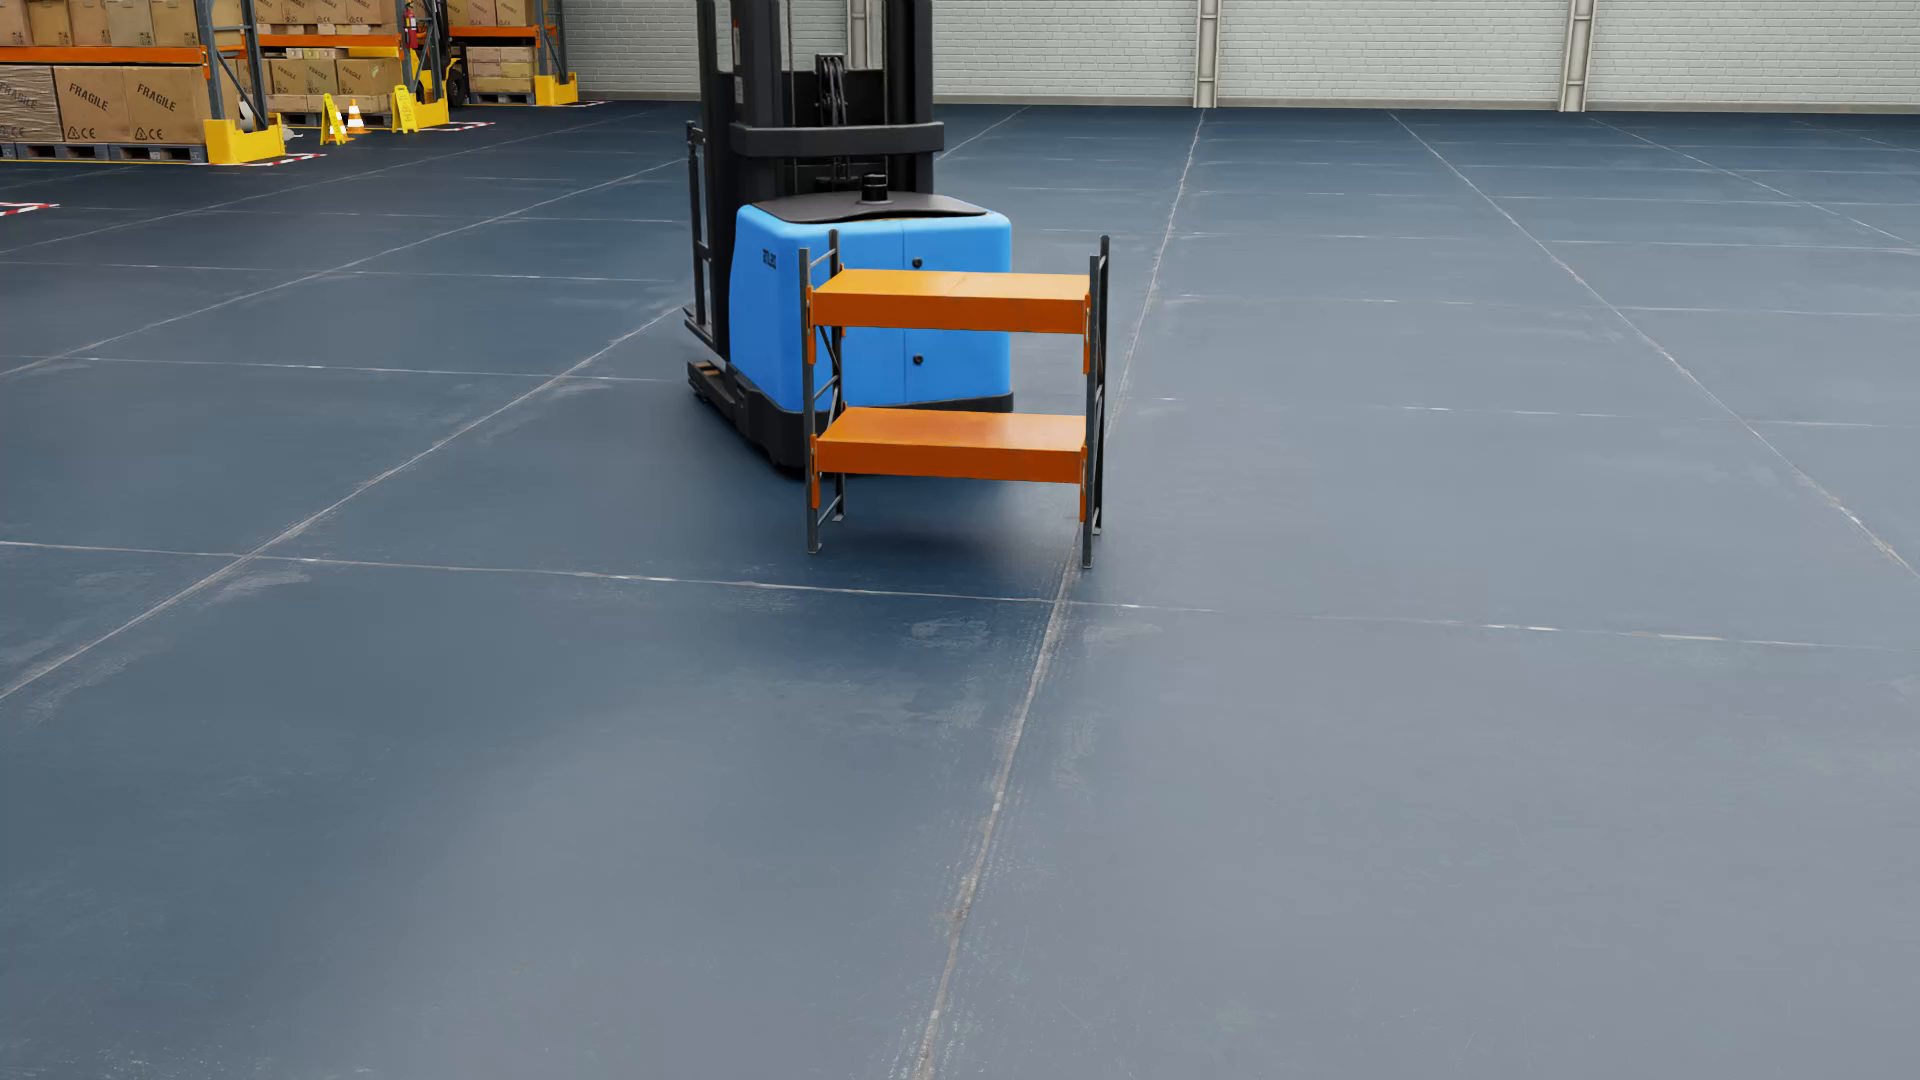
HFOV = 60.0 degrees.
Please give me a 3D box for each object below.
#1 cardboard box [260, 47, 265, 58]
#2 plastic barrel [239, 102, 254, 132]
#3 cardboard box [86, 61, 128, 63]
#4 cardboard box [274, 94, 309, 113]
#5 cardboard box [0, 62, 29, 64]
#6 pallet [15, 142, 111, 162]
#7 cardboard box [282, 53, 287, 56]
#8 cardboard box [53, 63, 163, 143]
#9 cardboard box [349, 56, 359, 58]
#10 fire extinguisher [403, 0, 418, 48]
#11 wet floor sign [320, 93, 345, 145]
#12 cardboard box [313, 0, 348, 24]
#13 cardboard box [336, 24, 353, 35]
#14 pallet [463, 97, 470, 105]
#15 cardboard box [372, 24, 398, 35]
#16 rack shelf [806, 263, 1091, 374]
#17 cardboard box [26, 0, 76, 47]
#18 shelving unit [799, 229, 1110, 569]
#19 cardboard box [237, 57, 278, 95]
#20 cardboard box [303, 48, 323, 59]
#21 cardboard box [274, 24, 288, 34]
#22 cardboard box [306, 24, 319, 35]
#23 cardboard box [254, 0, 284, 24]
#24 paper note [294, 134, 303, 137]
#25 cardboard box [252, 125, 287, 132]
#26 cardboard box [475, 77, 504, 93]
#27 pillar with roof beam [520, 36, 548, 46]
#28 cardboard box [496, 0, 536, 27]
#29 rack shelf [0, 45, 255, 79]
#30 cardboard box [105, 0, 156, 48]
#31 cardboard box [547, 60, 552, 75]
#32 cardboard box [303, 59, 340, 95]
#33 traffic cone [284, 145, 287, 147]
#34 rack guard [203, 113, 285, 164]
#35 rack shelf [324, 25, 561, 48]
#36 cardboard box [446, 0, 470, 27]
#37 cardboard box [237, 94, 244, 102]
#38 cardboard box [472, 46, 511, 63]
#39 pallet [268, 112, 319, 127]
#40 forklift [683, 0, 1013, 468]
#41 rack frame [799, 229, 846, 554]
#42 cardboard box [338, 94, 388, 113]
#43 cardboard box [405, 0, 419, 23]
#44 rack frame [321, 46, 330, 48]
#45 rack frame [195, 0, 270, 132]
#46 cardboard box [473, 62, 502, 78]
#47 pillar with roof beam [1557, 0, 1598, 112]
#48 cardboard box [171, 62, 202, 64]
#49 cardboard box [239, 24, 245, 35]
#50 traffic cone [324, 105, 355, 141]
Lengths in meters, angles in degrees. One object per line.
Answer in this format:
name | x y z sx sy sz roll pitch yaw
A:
cardboard box | -10.419 -7.143 24.392 0.250 0.149 0.380 4 19 12
plastic barrel | -10.177 -5.969 23.474 0.512 0.421 0.421 -15 24 -38
cardboard box | -15.464 -8.486 30.216 0.500 0.500 0.500 3 19 10
cardboard box | -9.766 -6.465 24.570 0.500 0.250 0.500 2 19 7
cardboard box | -11.923 -5.344 20.234 0.875 0.875 0.875 3 19 9
pallet | -10.586 -4.760 20.197 1.213 0.211 1.003 3 19 9
cardboard box | -11.580 -8.413 29.800 0.625 0.625 0.875 4 19 11
cardboard box | -10.132 -5.253 19.963 0.875 0.875 0.875 3 19 8
cardboard box | -9.191 -6.965 24.881 0.500 0.500 0.500 2 19 7
fire extinguisher | -7.858 -7.374 23.736 0.183 0.674 0.296 3 19 9
wet floor sign | -8.240 -5.507 21.745 0.232 0.644 0.267 0 19 -1
cardboard box | -8.971 -7.717 24.012 0.500 0.500 0.500 3 19 9
cardboard box | -8.818 -7.391 24.061 0.250 0.149 0.380 3 19 8
pallet | -9.077 -7.881 29.524 1.213 0.211 1.003 3 19 9
cardboard box | -8.301 -7.393 24.068 0.250 0.149 0.380 4 19 10
rack shelf | -0.007 -0.811 6.033 1.000 0.278 0.538 3 19 9
cardboard box | -10.566 -6.182 19.817 0.500 0.550 0.875 3 19 9
shelving unit | -0.007 -0.534 6.126 1.048 1.125 0.538 3 19 9
cardboard box | -10.265 -6.849 24.534 0.500 0.500 0.500 4 19 12
cardboard box | -9.351 -7.089 24.229 0.250 0.149 0.380 3 19 10
cardboard box | -9.807 -7.476 24.316 0.250 0.149 0.380 3 19 9
cardboard box | -9.308 -7.451 24.241 0.250 0.149 0.380 3 19 9
cardboard box | -9.962 -7.774 24.185 0.500 0.500 0.500 3 19 9
paper note | -9.147 -5.577 22.922 0.142 0.019 0.148 -3 19 -10
cardboard box | -9.512 -5.642 22.930 0.250 0.149 0.380 14 23 37
cardboard box | -8.118 -7.964 29.049 0.500 0.250 0.500 3 19 9
pillar with roof beam | -8.341 -10.930 24.786 0.400 9.000 9.100 3 19 9
cardboard box | -7.642 -9.106 28.633 0.500 0.500 0.500 3 19 7
rack shelf | -10.558 -5.764 19.937 4.000 0.370 1.077 3 19 9
cardboard box | -9.503 -6.101 19.574 0.550 0.550 0.875 3 19 9
cardboard box | -7.545 -8.337 29.376 0.500 0.250 0.500 3 19 10
cardboard box | -9.246 -6.795 24.375 0.500 0.500 0.500 4 19 11
traffic cone | -8.882 -5.273 21.334 0.334 0.463 0.336 3 19 9
rack guard | -8.559 -4.818 19.915 0.348 0.500 1.175 3 19 9
rack shelf | -9.089 -8.875 29.235 4.000 0.370 1.077 3 19 9
cardboard box | -8.658 -9.160 28.796 0.500 0.500 0.500 3 19 8
cardboard box | -10.779 -6.520 24.732 0.500 0.250 0.500 4 19 12
cardboard box | -8.123 -8.435 28.880 0.500 0.250 0.500 3 19 10
pallet | -9.970 -6.356 24.967 1.213 0.211 1.003 3 19 9
forklift | -0.757 -2.120 8.020 1.130 2.935 3.031 -7 20 -19
rack frame | -0.509 -0.559 6.202 0.032 1.125 0.500 3 19 9
cardboard box | -8.762 -6.413 24.415 0.500 0.250 0.500 3 19 8
cardboard box | -8.321 -7.860 24.440 0.500 0.500 0.500 3 19 8
rack frame | -11.063 -9.317 29.422 0.127 3.000 1.000 3 19 9
rack frame | -8.583 -6.005 19.522 0.127 3.000 1.000 3 19 9
cardboard box | -8.138 -8.203 28.977 0.500 0.250 0.500 3 19 8
pillar with roof beam | 9.431 -10.024 22.079 0.400 9.000 9.100 3 19 9
cardboard box | -11.307 -6.898 24.683 0.500 0.500 0.500 4 19 11
cardboard box | -10.325 -7.459 24.265 0.250 0.149 0.380 3 19 9
traffic cone | -8.367 -5.610 22.341 0.334 0.463 0.336 3 19 9
